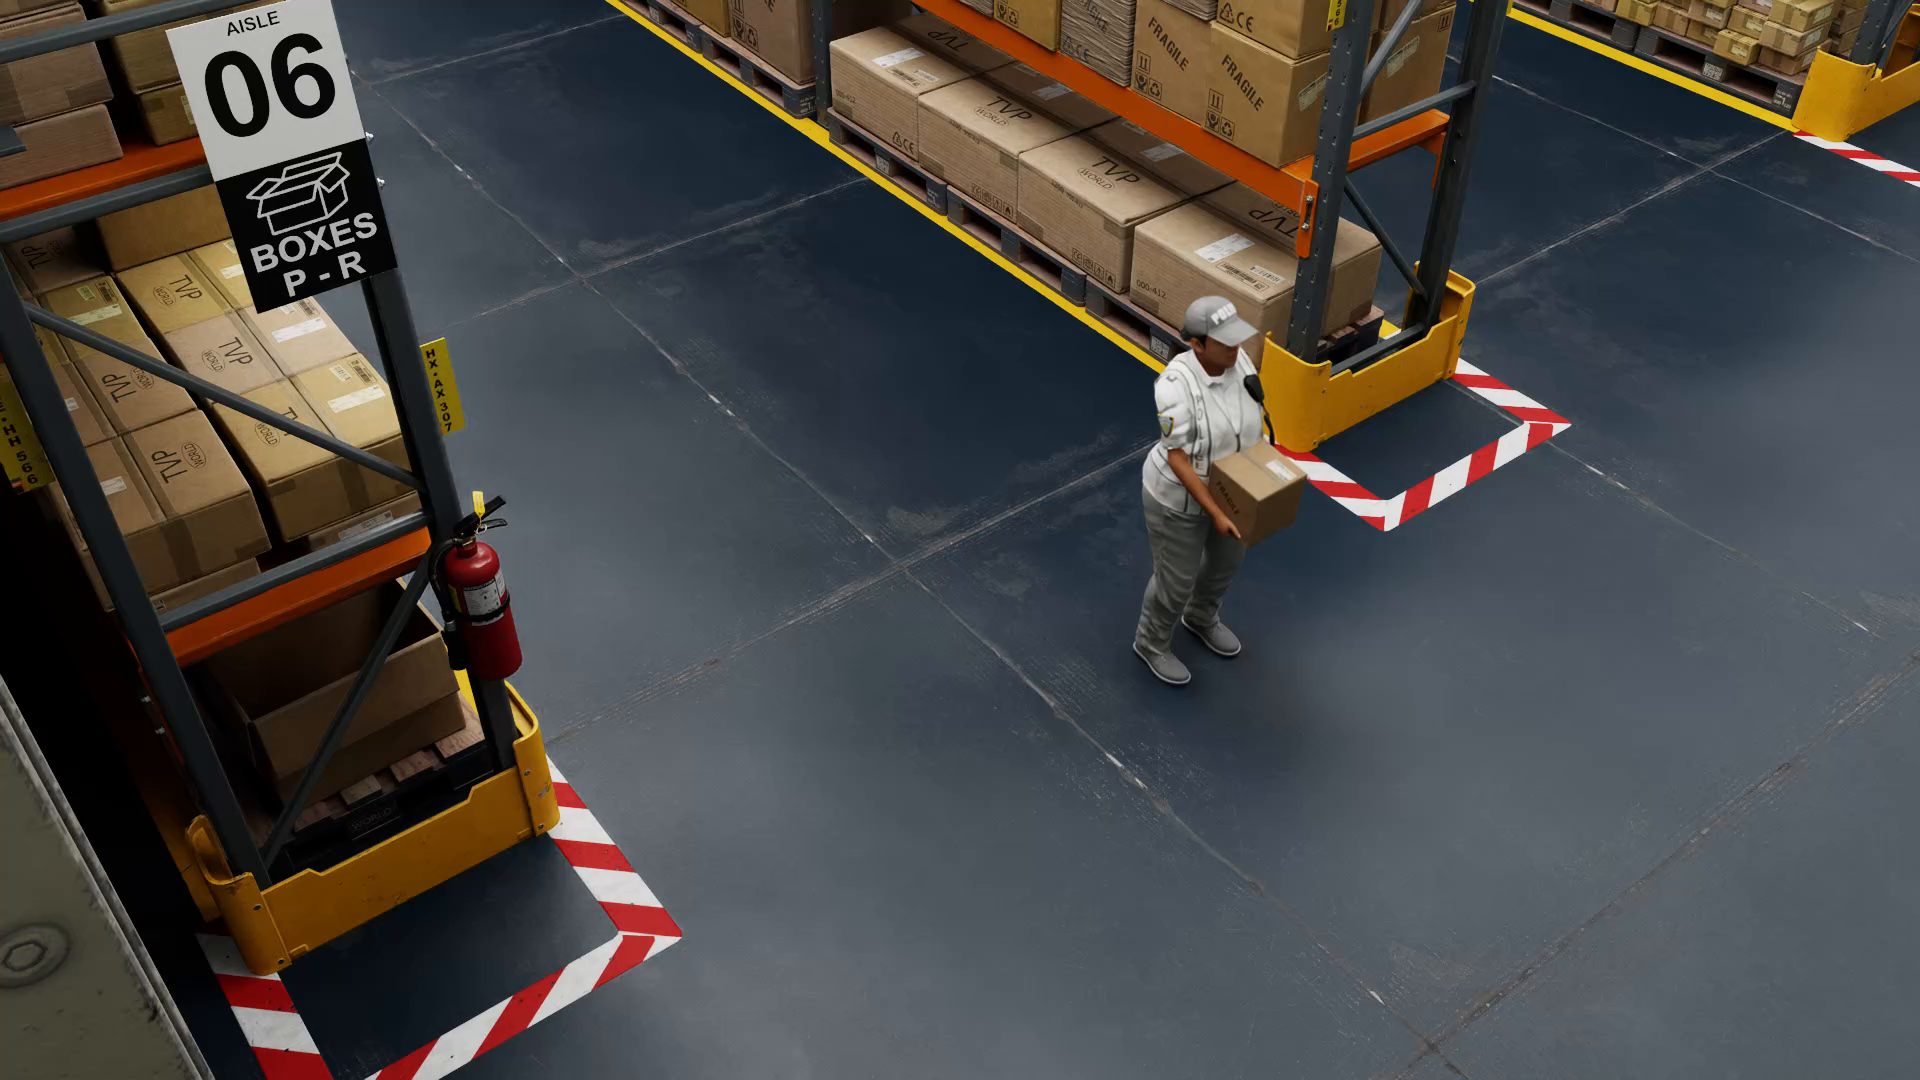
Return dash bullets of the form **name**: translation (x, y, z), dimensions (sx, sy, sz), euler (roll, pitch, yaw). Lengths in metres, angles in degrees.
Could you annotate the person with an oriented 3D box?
- **person**: translation (0.971, -0.149, 6.336), dimensions (0.453, 1.653, 0.541), euler (-26, 47, -27)
